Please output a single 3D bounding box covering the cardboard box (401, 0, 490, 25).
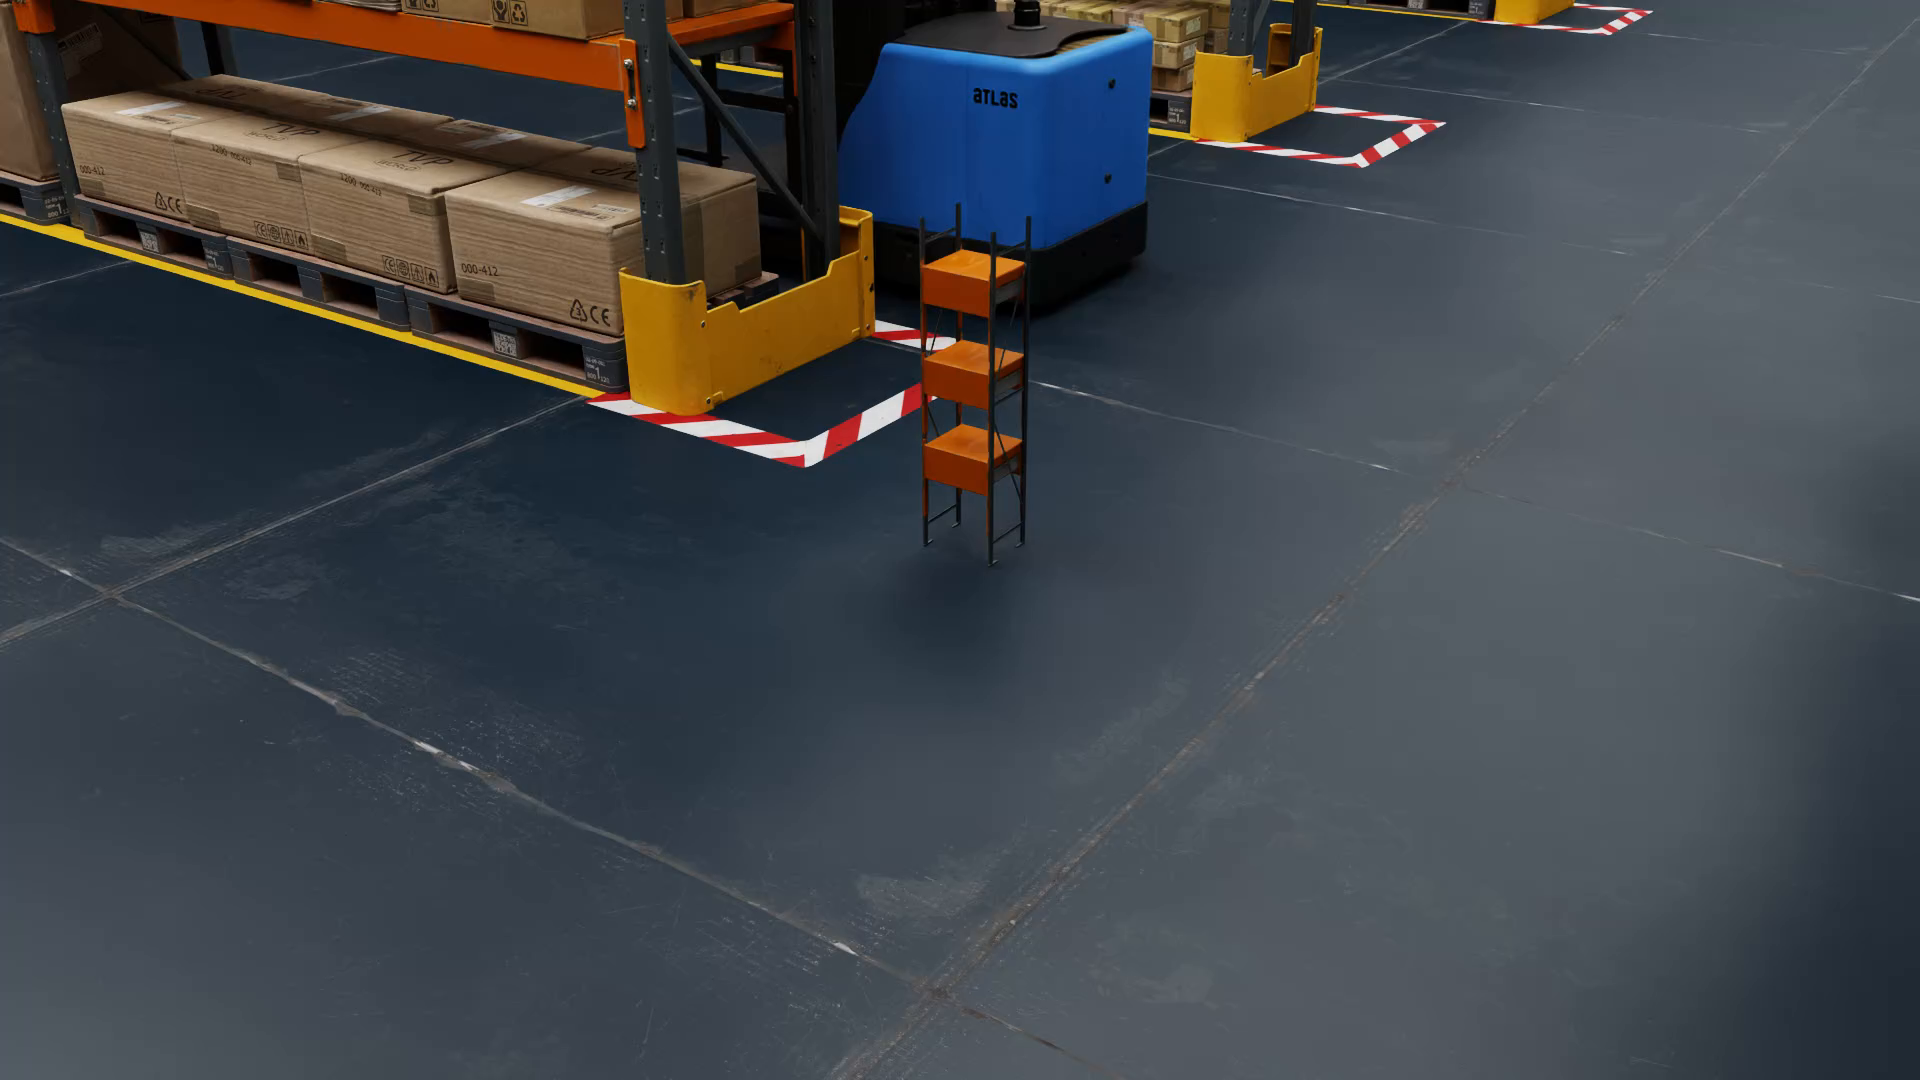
[{"bbox_3d":[-1.773,-2.254,6.262,0.500,0.500,0.500,17,31,29],"label":"cardboard box"}]

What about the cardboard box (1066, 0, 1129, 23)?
[{"bbox_3d":[0.859,-3.255,10.363,0.250,0.149,0.380,17,31,29],"label":"cardboard box"}]

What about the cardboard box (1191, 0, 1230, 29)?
[{"bbox_3d":[1.659,-3.370,10.589,0.250,0.149,0.380,16,31,28],"label":"cardboard box"}]

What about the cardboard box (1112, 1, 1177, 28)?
[{"bbox_3d":[1.144,-3.236,10.325,0.250,0.149,0.380,18,32,31],"label":"cardboard box"}]

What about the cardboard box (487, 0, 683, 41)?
[{"bbox_3d":[-1.368,-2.120,5.998,0.500,0.500,0.500,18,32,31],"label":"cardboard box"}]

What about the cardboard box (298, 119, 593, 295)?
[{"bbox_3d":[-2.180,-1.460,7.173,0.875,0.438,0.875,18,32,32],"label":"cardboard box"}]

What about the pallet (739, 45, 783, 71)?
[{"bbox_3d":[-0.825,-3.552,11.997,1.213,0.211,1.003,17,32,30],"label":"pallet"}]

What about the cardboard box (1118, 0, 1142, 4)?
[{"bbox_3d":[1.229,-3.509,10.861,0.250,0.149,0.380,17,32,30],"label":"cardboard box"}]

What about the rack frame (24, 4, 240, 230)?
[{"bbox_3d":[-4.118,-3.077,7.990,0.127,3.000,1.000,17,32,30],"label":"rack frame"}]

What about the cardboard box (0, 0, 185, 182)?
[{"bbox_3d":[-4.674,-2.447,8.631,0.875,0.875,0.875,18,32,32],"label":"cardboard box"}]

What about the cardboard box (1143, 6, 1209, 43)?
[{"bbox_3d":[1.319,-3.150,10.156,0.250,0.149,0.380,18,32,31],"label":"cardboard box"}]

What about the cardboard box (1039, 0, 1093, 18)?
[{"bbox_3d":[0.681,-3.345,10.540,0.250,0.149,0.380,16,31,28],"label":"cardboard box"}]

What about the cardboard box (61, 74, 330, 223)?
[{"bbox_3d":[-3.661,-1.921,8.080,0.875,0.438,0.875,17,31,30],"label":"cardboard box"}]

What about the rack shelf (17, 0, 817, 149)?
[{"bbox_3d":[-2.469,-2.243,7.144,4.000,0.370,1.077,17,32,30],"label":"rack shelf"}]

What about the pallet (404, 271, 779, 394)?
[{"bbox_3d":[-1.524,-0.984,6.950,1.213,0.211,1.003,17,32,30],"label":"pallet"}]

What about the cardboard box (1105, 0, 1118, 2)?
[{"bbox_3d":[0.977,-3.541,10.926,0.250,0.149,0.380,16,31,28],"label":"cardboard box"}]

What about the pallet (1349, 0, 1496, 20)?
[{"bbox_3d":[4.087,-4.689,14.230,1.213,0.211,1.003,17,32,30],"label":"pallet"}]

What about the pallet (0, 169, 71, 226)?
[{"bbox_3d":[-4.797,-2.005,8.956,1.213,0.211,1.003,17,32,30],"label":"pallet"}]

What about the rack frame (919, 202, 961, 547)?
[{"bbox_3d":[-0.056,-0.485,5.046,0.008,1.050,0.200,17,32,30],"label":"rack frame"}]

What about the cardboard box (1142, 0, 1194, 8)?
[{"bbox_3d":[1.364,-3.396,10.640,0.250,0.149,0.380,18,32,31],"label":"cardboard box"}]

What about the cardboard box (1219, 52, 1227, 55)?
[{"bbox_3d":[1.648,-3.098,10.710,0.250,0.149,0.380,18,32,31],"label":"cardboard box"}]

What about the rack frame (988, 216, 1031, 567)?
[{"bbox_3d":[0.145,-0.423,4.923,0.008,1.050,0.200,17,32,30],"label":"rack frame"}]

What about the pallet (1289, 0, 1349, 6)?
[{"bbox_3d":[3.085,-5.002,14.846,1.213,0.211,1.003,17,32,30],"label":"pallet"}]

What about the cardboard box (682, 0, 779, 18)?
[{"bbox_3d":[-1.054,-2.325,6.402,0.500,0.500,0.500,17,32,30],"label":"cardboard box"}]

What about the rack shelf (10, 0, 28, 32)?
[{"bbox_3d":[-5.766,-3.270,9.162,4.000,0.370,1.077,17,32,30],"label":"rack shelf"}]

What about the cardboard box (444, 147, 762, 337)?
[{"bbox_3d":[-1.421,-1.228,6.717,0.875,0.438,0.875,16,31,29],"label":"cardboard box"}]

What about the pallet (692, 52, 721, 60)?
[{"bbox_3d":[-2.041,-3.911,12.702,1.213,0.211,1.003,17,32,30],"label":"pallet"}]

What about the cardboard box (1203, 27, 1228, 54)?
[{"bbox_3d":[1.612,-3.207,10.596,0.250,0.149,0.380,19,32,32],"label":"cardboard box"}]

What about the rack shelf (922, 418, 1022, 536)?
[{"bbox_3d":[0.044,-0.197,5.116,0.240,0.259,0.215,17,32,30],"label":"rack shelf"}]

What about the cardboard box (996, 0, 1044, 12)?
[{"bbox_3d":[0.428,-3.393,10.635,0.250,0.149,0.380,19,32,32],"label":"cardboard box"}]

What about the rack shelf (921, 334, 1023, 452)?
[{"bbox_3d":[0.044,-0.445,4.990,0.240,0.259,0.215,17,32,30],"label":"rack shelf"}]

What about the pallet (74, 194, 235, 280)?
[{"bbox_3d":[-3.535,-1.610,8.181,1.213,0.211,1.003,17,32,30],"label":"pallet"}]

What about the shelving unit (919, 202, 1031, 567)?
[{"bbox_3d":[0.044,-0.454,4.985,0.252,1.050,0.215,17,32,30],"label":"shelving unit"}]

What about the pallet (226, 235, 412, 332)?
[{"bbox_3d":[-2.526,-1.297,7.566,1.213,0.211,1.003,17,32,30],"label":"pallet"}]

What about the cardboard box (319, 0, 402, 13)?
[{"bbox_3d":[-2.203,-2.383,6.515,0.500,0.500,0.500,18,32,32],"label":"cardboard box"}]

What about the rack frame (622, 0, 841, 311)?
[{"bbox_3d":[-0.821,-2.050,5.972,0.127,3.000,1.000,17,32,30],"label":"rack frame"}]

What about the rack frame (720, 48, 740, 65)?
[{"bbox_3d":[-1.399,-4.954,11.677,0.127,3.000,1.000,17,32,30],"label":"rack frame"}]

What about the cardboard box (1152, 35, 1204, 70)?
[{"bbox_3d":[1.302,-3.005,10.200,0.250,0.149,0.380,16,31,29],"label":"cardboard box"}]

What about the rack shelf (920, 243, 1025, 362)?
[{"bbox_3d":[0.044,-0.698,4.861,0.240,0.259,0.215,17,32,30],"label":"rack shelf"}]

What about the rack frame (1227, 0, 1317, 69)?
[{"bbox_3d":[1.899,-3.927,9.659,0.127,3.000,1.000,17,32,30],"label":"rack frame"}]

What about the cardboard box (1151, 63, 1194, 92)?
[{"bbox_3d":[1.347,-2.901,10.323,0.250,0.149,0.380,18,32,31],"label":"cardboard box"}]

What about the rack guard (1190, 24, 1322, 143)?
[{"bbox_3d":[1.836,-2.832,10.264,0.348,0.500,1.175,17,32,30],"label":"rack guard"}]

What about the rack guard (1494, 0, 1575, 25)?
[{"bbox_3d":[4.810,-4.635,13.807,0.348,0.500,1.175,17,32,30],"label":"rack guard"}]

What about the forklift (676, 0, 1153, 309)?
[{"bbox_3d":[-0.645,-2.794,7.509,3.031,2.935,1.130,17,31,29],"label":"forklift"}]

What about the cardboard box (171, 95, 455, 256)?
[{"bbox_3d":[-2.923,-1.692,7.629,0.875,0.438,0.875,16,31,29],"label":"cardboard box"}]

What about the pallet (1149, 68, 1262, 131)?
[{"bbox_3d":[1.186,-2.925,10.766,1.213,0.211,1.003,17,32,30],"label":"pallet"}]

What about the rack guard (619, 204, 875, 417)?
[{"bbox_3d":[-0.801,-0.930,6.526,0.348,0.500,1.175,17,32,30],"label":"rack guard"}]
